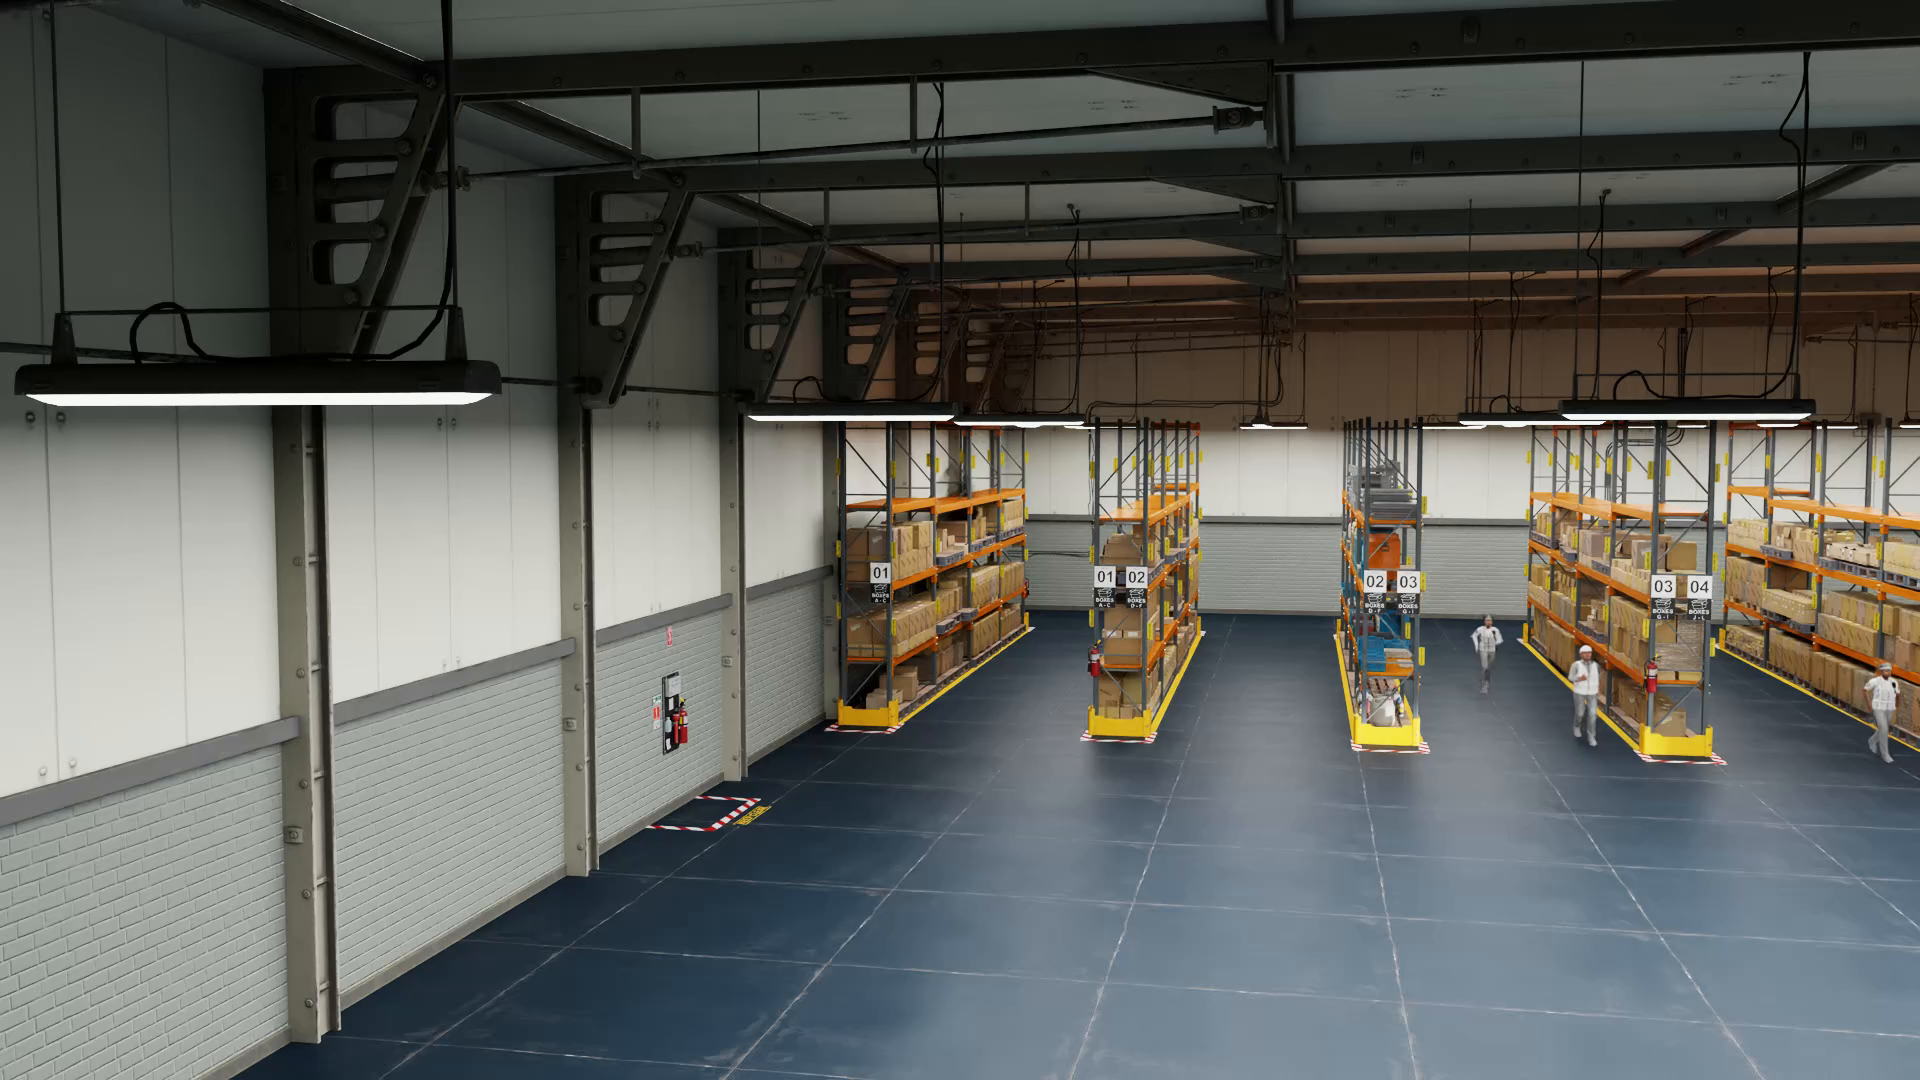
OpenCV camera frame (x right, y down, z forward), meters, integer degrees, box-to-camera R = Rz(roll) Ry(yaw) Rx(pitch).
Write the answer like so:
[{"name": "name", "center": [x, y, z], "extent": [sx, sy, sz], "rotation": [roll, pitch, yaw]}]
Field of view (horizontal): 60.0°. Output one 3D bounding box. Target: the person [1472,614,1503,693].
[{"name": "person", "center": [11.668, 2.505, 36.745], "extent": [0.597, 1.753, 0.757], "rotation": [0, 4, 5]}]

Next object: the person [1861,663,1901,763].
[{"name": "person", "center": [16.177, 2.990, 29.178], "extent": [0.592, 1.718, 0.868], "rotation": [0, 4, -1]}]

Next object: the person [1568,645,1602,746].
[{"name": "person", "center": [11.505, 2.825, 30.570], "extent": [0.657, 1.783, 0.888], "rotation": [0, 4, 7]}]
